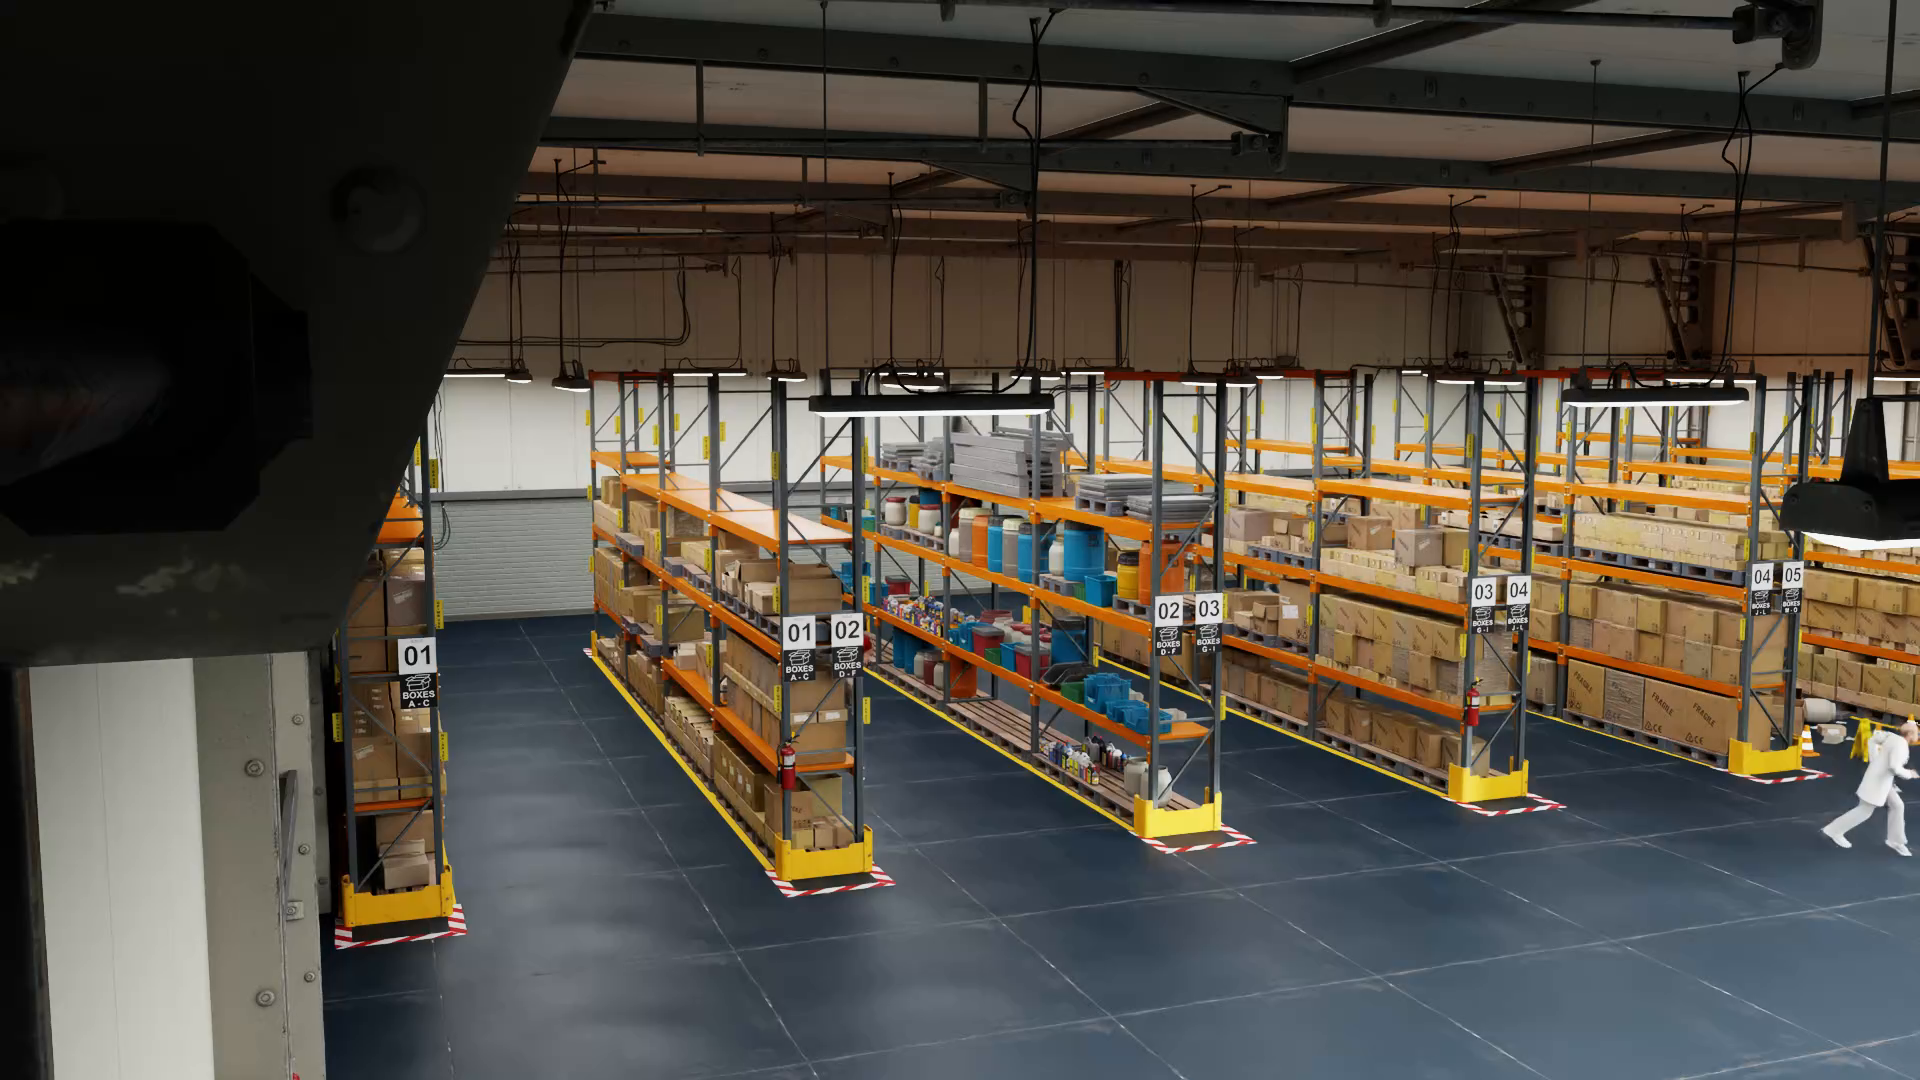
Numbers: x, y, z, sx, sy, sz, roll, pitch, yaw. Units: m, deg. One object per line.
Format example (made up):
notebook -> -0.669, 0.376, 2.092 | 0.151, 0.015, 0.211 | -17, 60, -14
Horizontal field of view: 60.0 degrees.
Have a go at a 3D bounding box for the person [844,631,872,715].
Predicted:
person -> -1.925, 2.284, 29.244 | 0.705, 1.696, 0.981 | -3, 7, -23

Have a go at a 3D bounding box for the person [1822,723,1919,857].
person -> 11.586, 3.158, 21.148 | 1.060, 1.745, 0.754 | 2, 7, 15

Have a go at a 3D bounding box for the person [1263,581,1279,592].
person -> 7.787, 0.886, 41.047 | 0.717, 1.789, 0.682 | -6, 9, -43

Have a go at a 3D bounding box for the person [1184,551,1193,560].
person -> 5.387, 1.014, 40.021 | 0.702, 1.828, 0.652 | 2, 7, 14
